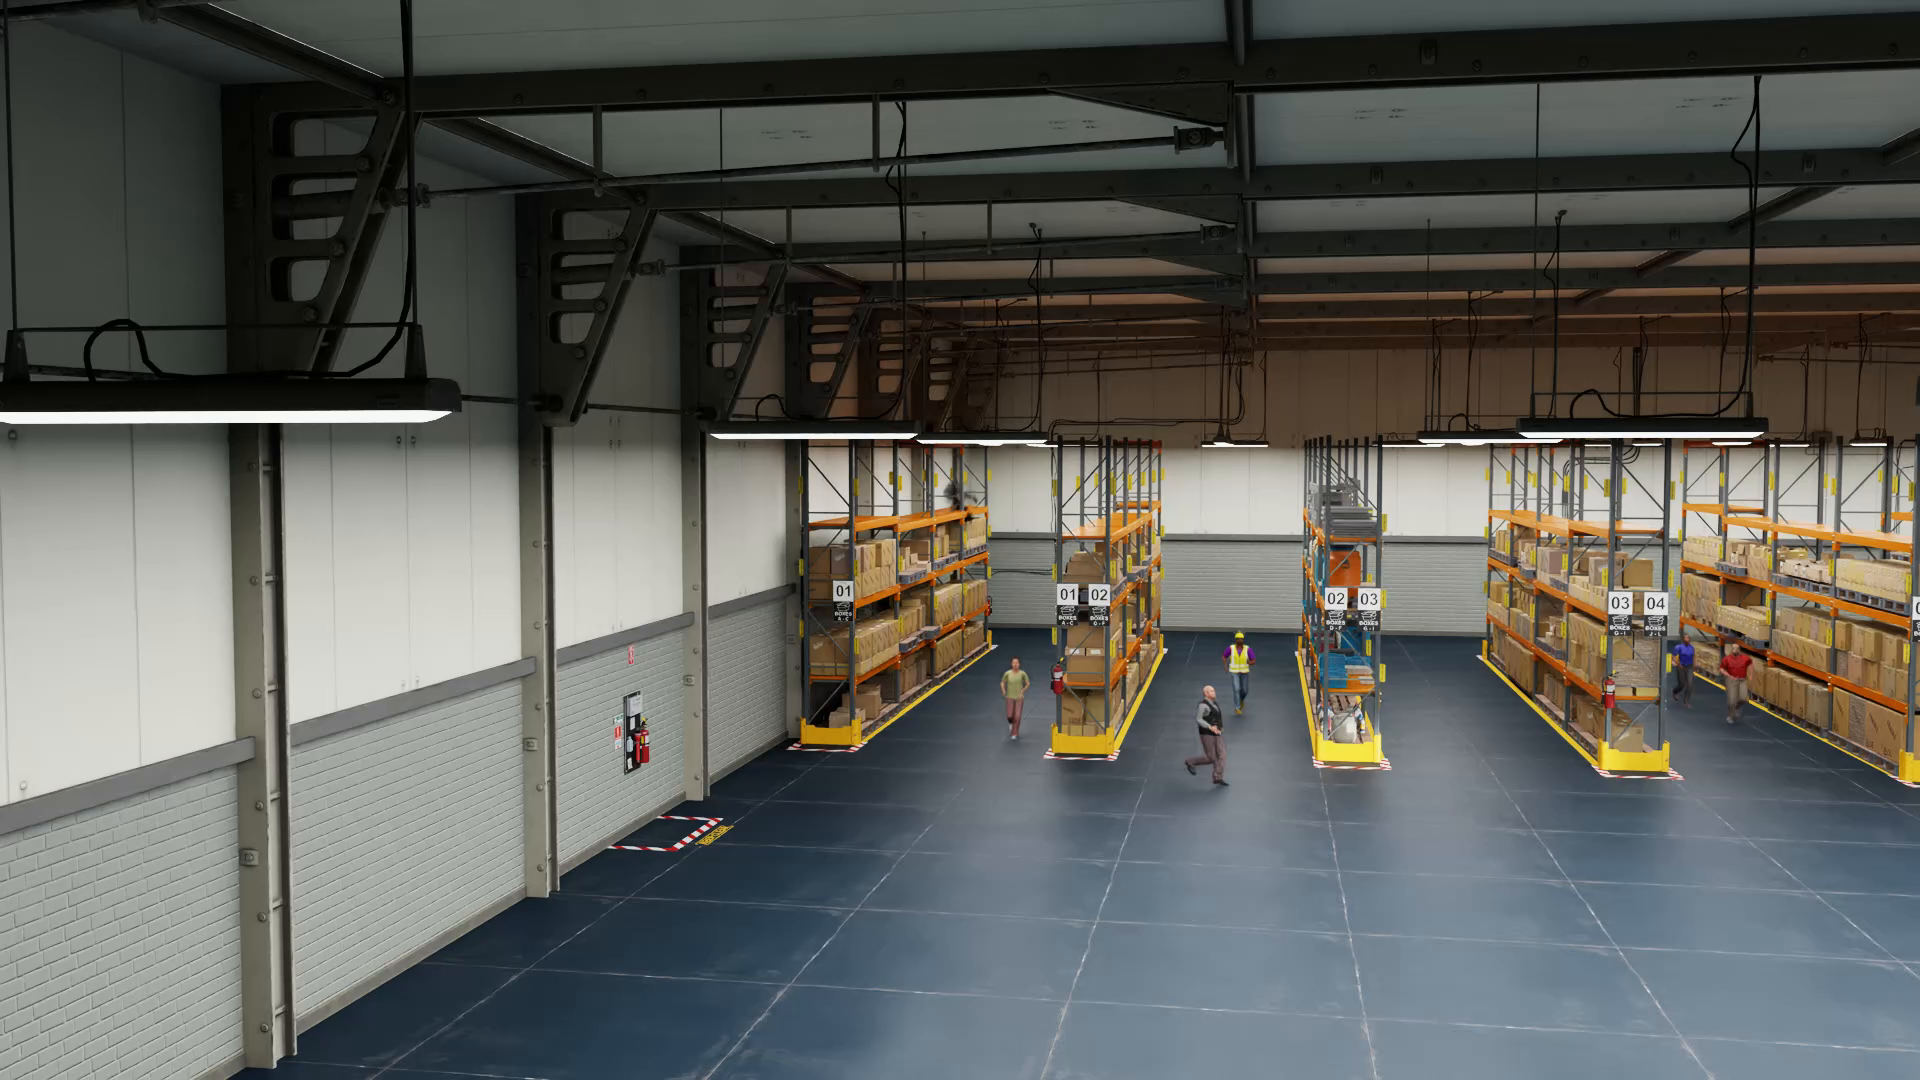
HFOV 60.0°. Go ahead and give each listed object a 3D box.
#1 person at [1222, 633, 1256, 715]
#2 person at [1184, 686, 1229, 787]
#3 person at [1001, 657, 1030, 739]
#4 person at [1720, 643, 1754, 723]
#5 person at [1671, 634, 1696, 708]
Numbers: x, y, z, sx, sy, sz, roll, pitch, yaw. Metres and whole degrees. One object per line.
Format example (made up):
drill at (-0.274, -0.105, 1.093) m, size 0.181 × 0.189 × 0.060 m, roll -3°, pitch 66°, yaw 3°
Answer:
person at (6.072, 2.886, 36.164) m, size 0.712 × 1.747 × 0.932 m, roll 0°, pitch 3°, yaw 2°
person at (4.262, 3.349, 28.512) m, size 0.809 × 1.704 × 0.672 m, roll 2°, pitch 4°, yaw 37°
person at (1.089, 3.130, 32.959) m, size 0.567 × 1.620 × 0.558 m, roll 0°, pitch 3°, yaw 5°
person at (16.250, 3.003, 34.770) m, size 0.689 × 1.688 × 0.718 m, roll 1°, pitch 3°, yaw 16°
person at (16.224, 2.906, 37.262) m, size 0.584 × 1.636 × 0.705 m, roll 0°, pitch 3°, yaw -1°
